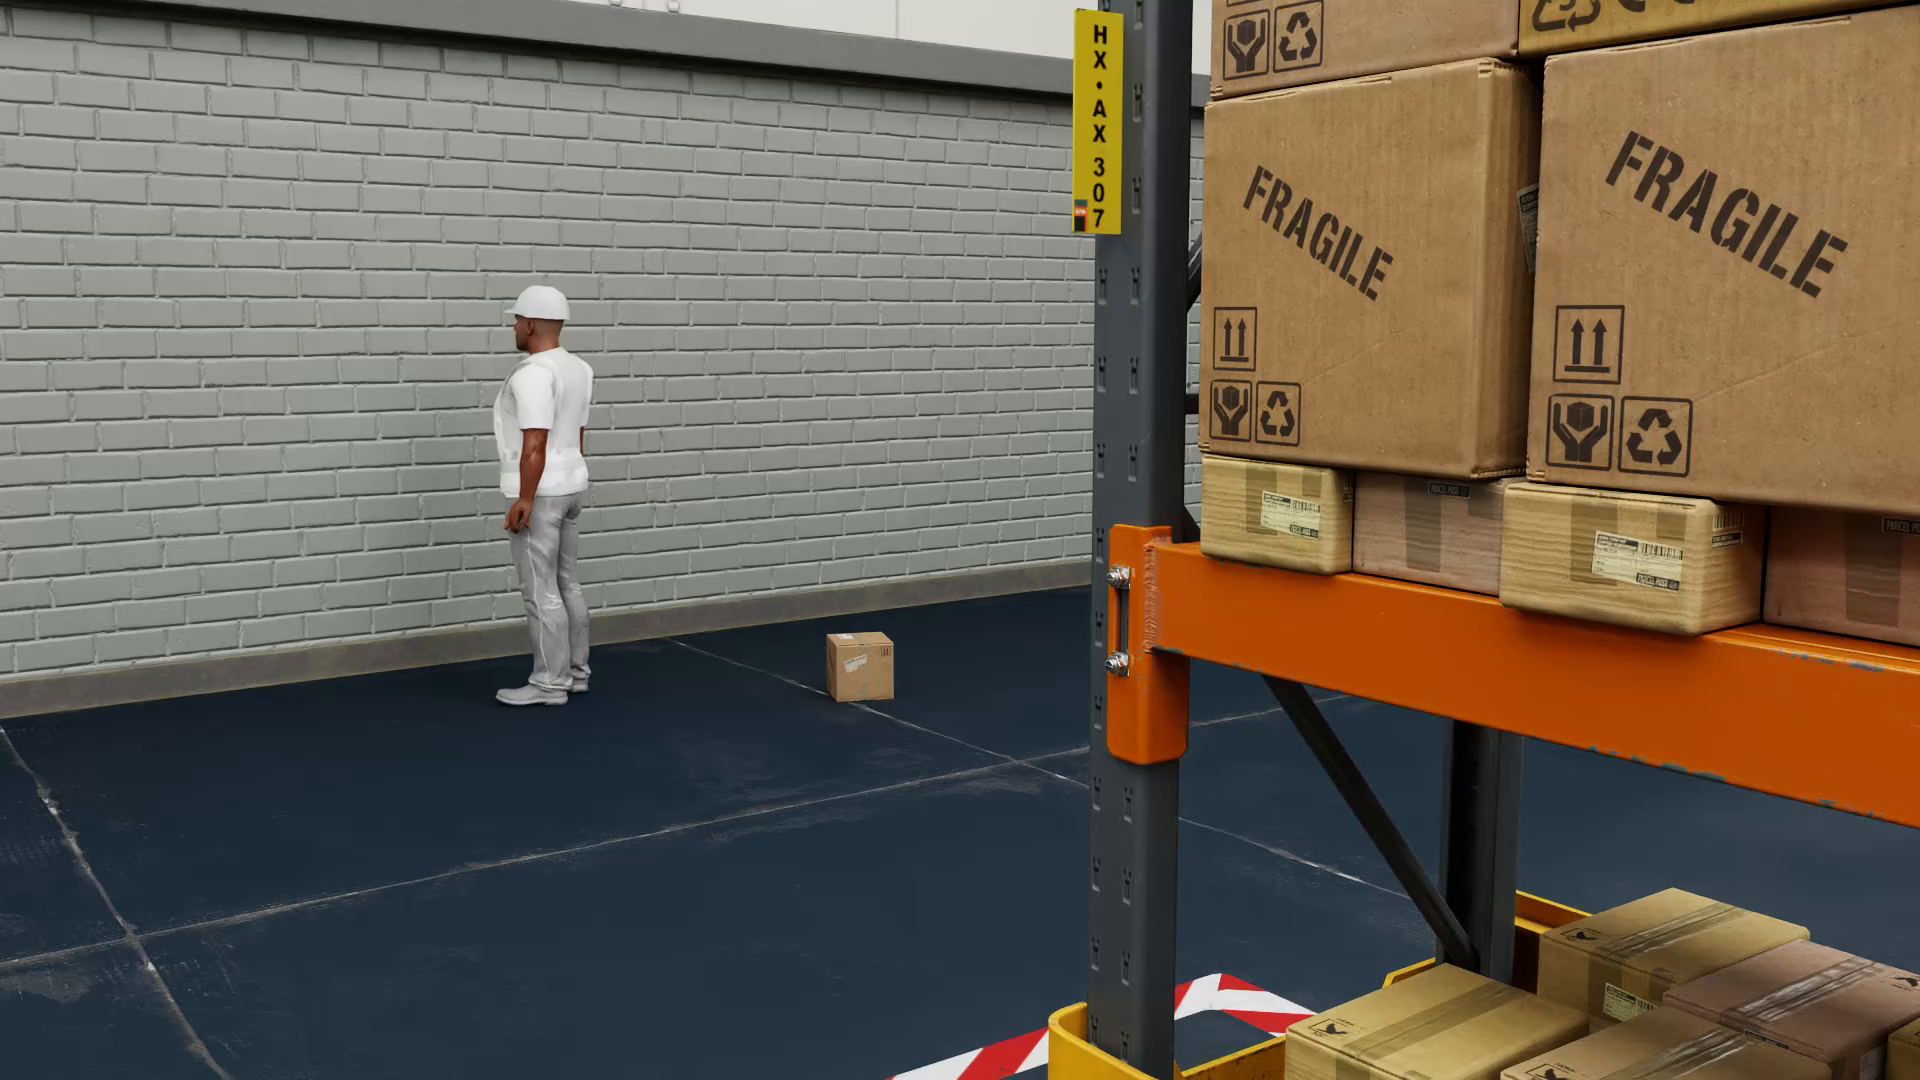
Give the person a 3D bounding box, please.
[{"bbox_3d":[-1.787,-0.191,7.104,0.363,1.771,0.566,1,8,11],"label":"person"}]
